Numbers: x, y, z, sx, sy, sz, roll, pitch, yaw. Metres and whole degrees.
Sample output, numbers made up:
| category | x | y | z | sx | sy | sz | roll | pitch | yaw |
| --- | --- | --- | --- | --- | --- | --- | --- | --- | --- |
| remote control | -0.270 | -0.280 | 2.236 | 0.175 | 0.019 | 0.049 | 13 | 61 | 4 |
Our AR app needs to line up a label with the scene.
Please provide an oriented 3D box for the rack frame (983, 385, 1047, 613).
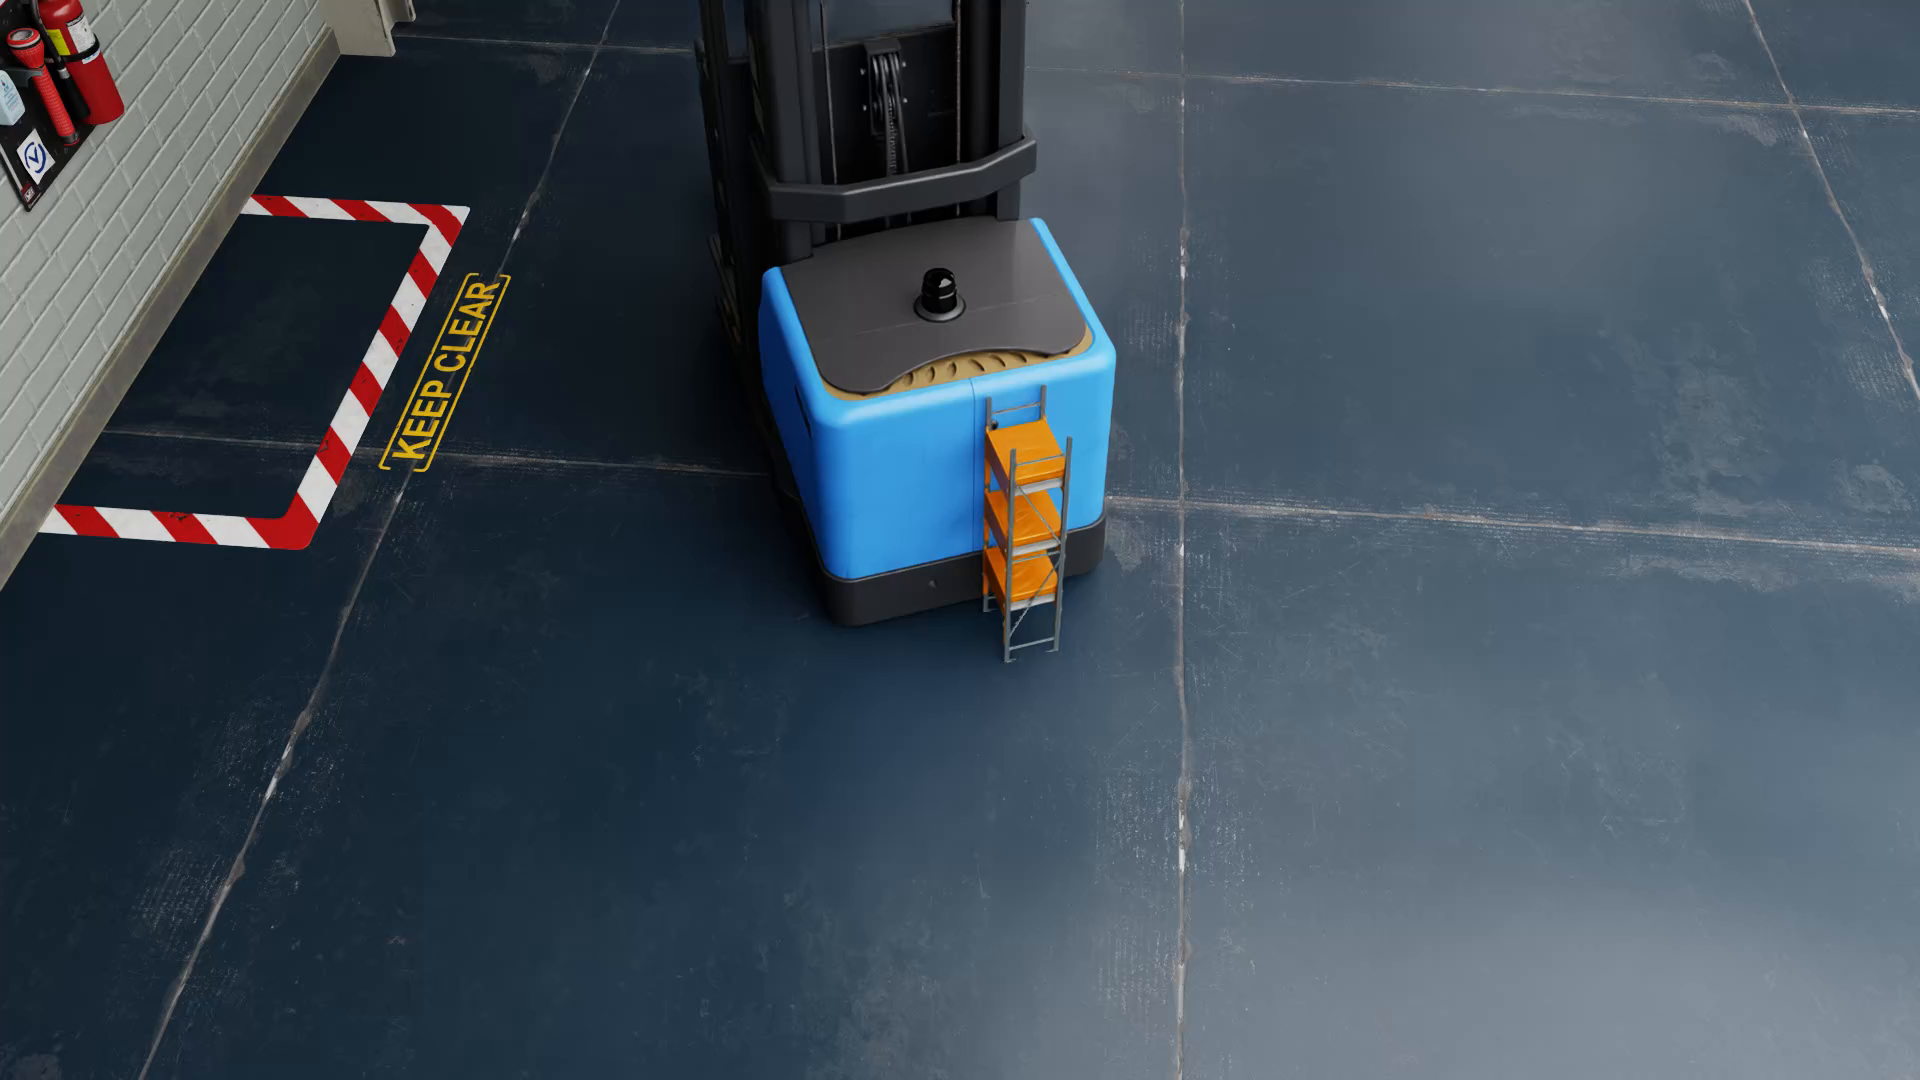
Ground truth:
| category | x | y | z | sx | sy | sz | roll | pitch | yaw |
| --- | --- | --- | --- | --- | --- | --- | --- | --- | --- |
| rack frame | 0.178 | -0.115 | 5.644 | 0.200 | 1.050 | 0.008 | -13 | 49 | -11 |

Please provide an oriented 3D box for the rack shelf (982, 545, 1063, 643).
| category | x | y | z | sx | sy | sz | roll | pitch | yaw |
| --- | --- | --- | --- | --- | --- | --- | --- | --- | --- |
| rack shelf | 0.214 | 0.166 | 5.778 | 0.215 | 0.259 | 0.240 | -13 | 49 | -11 |

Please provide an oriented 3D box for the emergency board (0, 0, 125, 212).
| category | x | y | z | sx | sy | sz | roll | pitch | yaw |
| --- | --- | --- | --- | --- | --- | --- | --- | --- | --- |
| emergency board | -3.305 | -1.830 | 5.891 | 0.194 | 1.169 | 0.643 | 4 | 48 | 4 |

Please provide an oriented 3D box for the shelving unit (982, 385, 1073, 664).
| category | x | y | z | sx | sy | sz | roll | pitch | yaw |
| --- | --- | --- | --- | --- | --- | --- | --- | --- | --- |
| shelving unit | 0.214 | -0.029 | 5.565 | 0.215 | 1.050 | 0.252 | -13 | 49 | -11 |

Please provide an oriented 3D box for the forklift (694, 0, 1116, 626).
| category | x | y | z | sx | sy | sz | roll | pitch | yaw |
| --- | --- | --- | --- | --- | --- | --- | --- | --- | --- |
| forklift | -0.396 | -1.797 | 5.908 | 1.130 | 2.935 | 3.031 | -13 | 49 | -11 |

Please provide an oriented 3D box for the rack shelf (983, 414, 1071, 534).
| category | x | y | z | sx | sy | sz | roll | pitch | yaw |
| --- | --- | --- | --- | --- | --- | --- | --- | --- | --- |
| rack shelf | 0.214 | -0.213 | 5.363 | 0.215 | 0.259 | 0.240 | -13 | 49 | -11 |

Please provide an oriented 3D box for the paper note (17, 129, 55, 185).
| category | x | y | z | sx | sy | sz | roll | pitch | yaw |
| --- | --- | --- | --- | --- | --- | --- | --- | --- | --- |
| paper note | -3.390 | -1.408 | 6.102 | 0.016 | 0.148 | 0.142 | 4 | 48 | 4 |

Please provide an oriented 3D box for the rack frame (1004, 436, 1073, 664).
| category | x | y | z | sx | sy | sz | roll | pitch | yaw |
| --- | --- | --- | --- | --- | --- | --- | --- | --- | --- |
| rack frame | 0.250 | 0.057 | 5.486 | 0.200 | 1.050 | 0.008 | -13 | 49 | -11 |

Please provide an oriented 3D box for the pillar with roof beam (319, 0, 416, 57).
| category | x | y | z | sx | sy | sz | roll | pitch | yaw |
| --- | --- | --- | --- | --- | --- | --- | --- | --- | --- |
| pillar with roof beam | 1.246 | -5.379 | 5.071 | 9.100 | 9.000 | 0.400 | 4 | 48 | 4 |

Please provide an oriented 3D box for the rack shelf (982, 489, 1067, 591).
| category | x | y | z | sx | sy | sz | roll | pitch | yaw |
| --- | --- | --- | --- | --- | --- | --- | --- | --- | --- |
| rack shelf | 0.214 | -0.022 | 5.573 | 0.215 | 0.259 | 0.240 | -13 | 49 | -11 |
